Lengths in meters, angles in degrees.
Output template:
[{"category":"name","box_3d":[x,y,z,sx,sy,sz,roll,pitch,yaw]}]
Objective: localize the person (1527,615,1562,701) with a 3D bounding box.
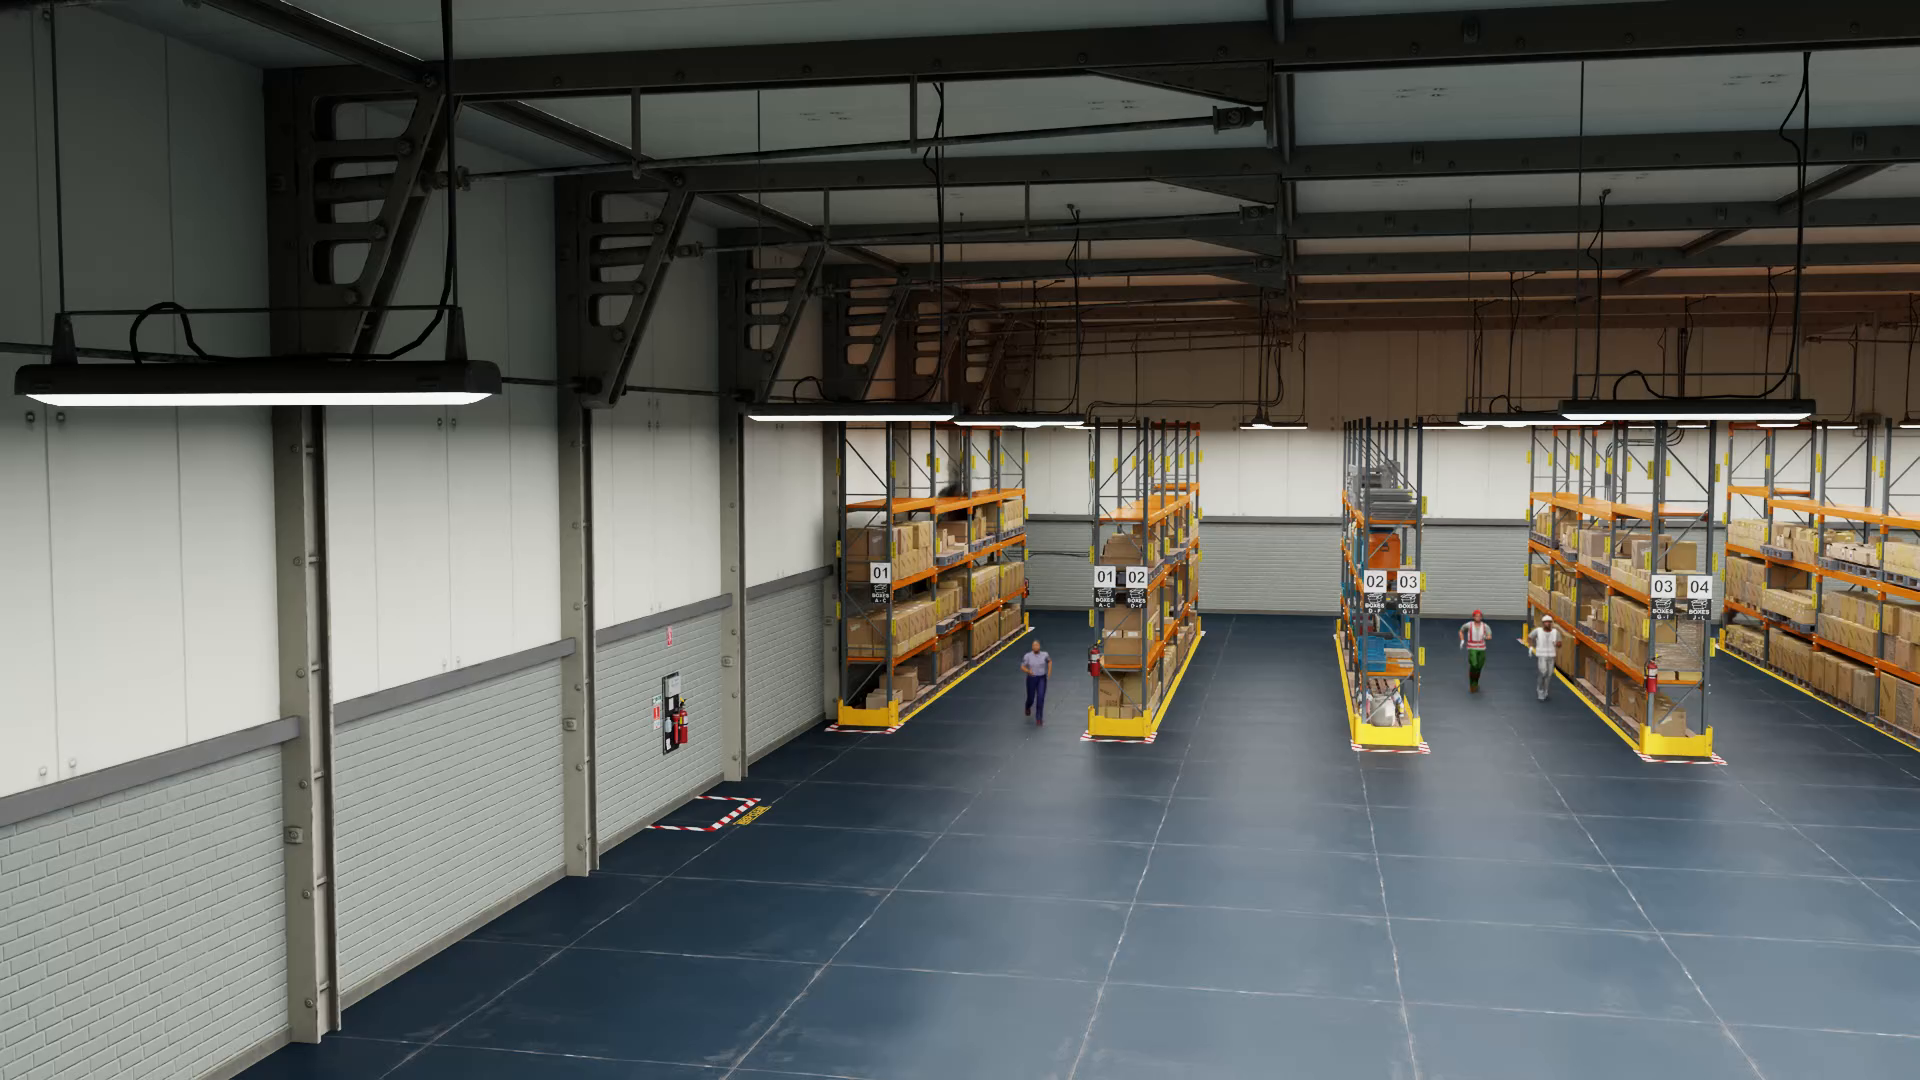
[{"category":"person","box_3d":[12.542,2.525,35.592,0.654,1.824,0.744,0,4,1]}]

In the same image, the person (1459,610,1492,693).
[{"category":"person","box_3d":[11.379,2.453,36.651,0.646,1.839,0.758,0,4,1]}]

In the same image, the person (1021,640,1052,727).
[{"category":"person","box_3d":[1.510,2.788,32.759,0.615,1.655,0.914,0,4,0]}]

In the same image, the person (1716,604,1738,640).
[{"category":"person","box_3d":[21.009,1.928,45.396,0.763,1.690,0.782,3,5,39]}]
